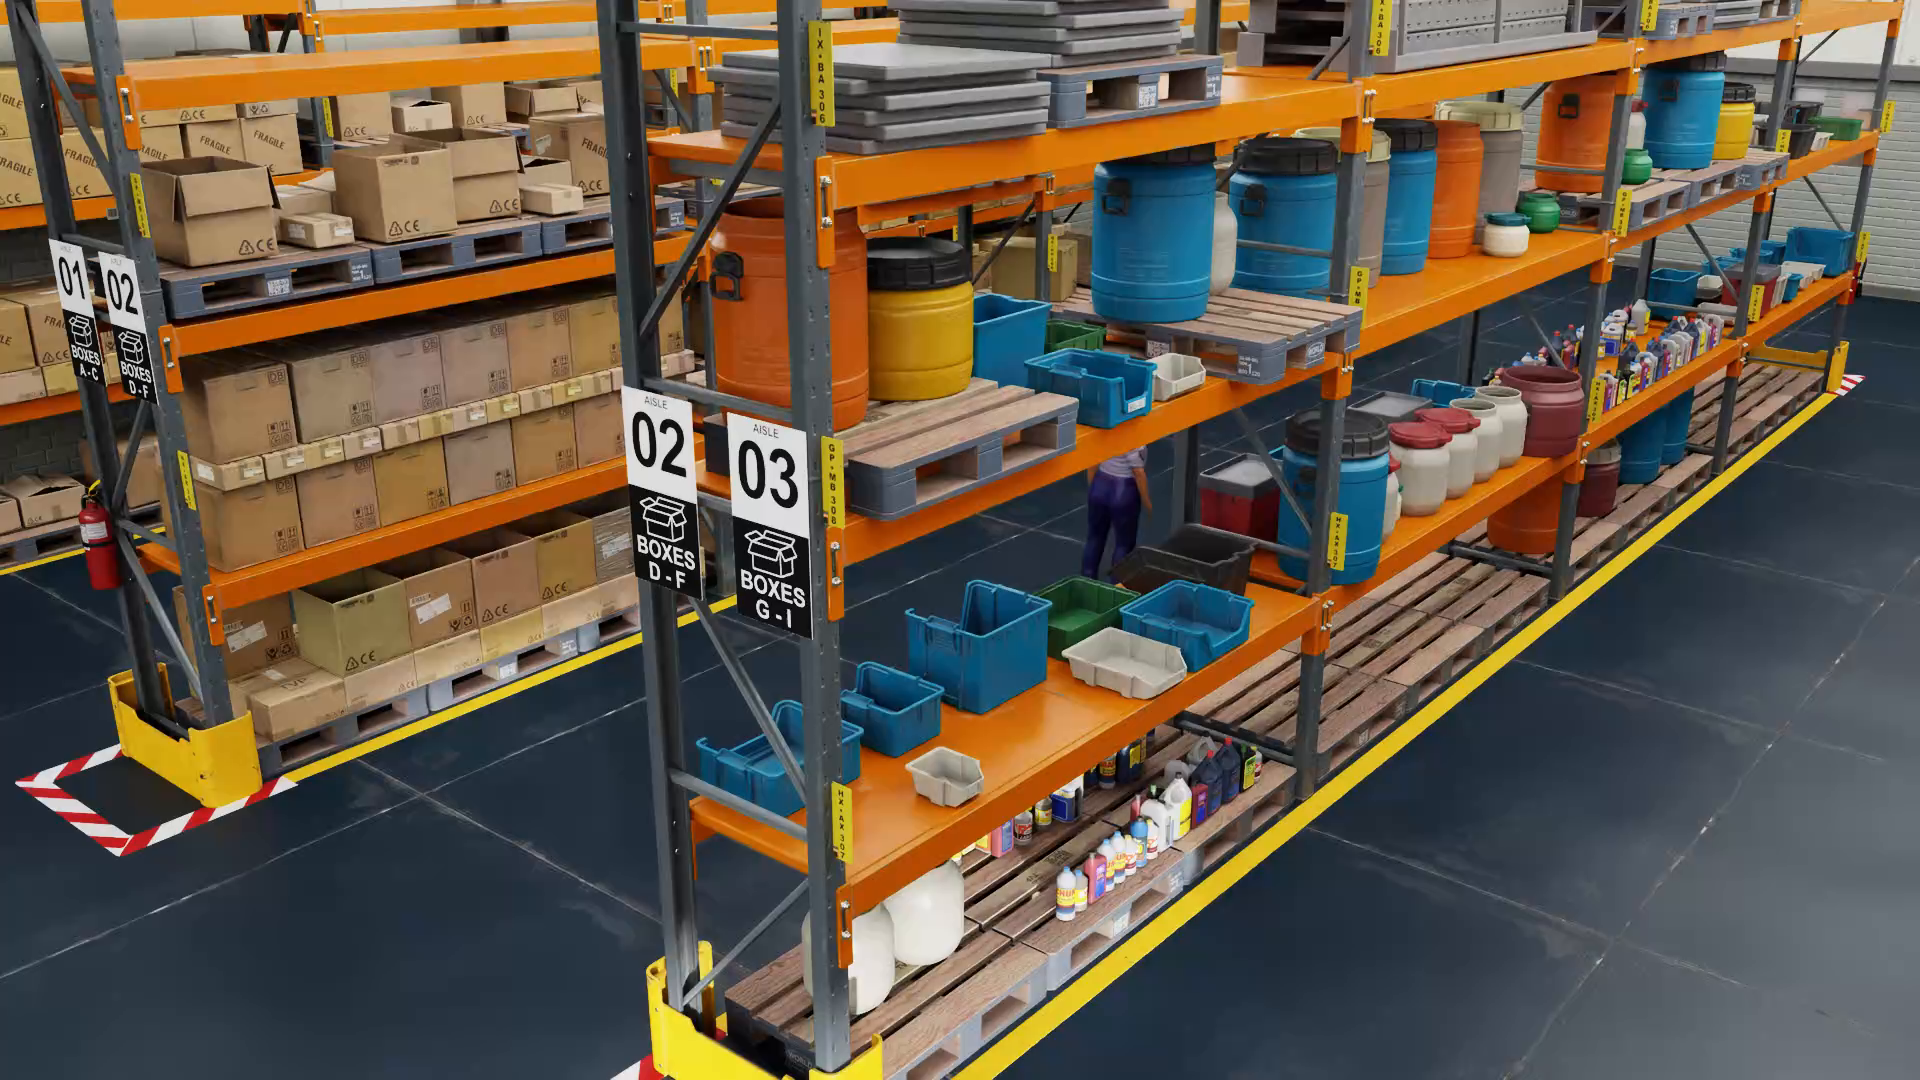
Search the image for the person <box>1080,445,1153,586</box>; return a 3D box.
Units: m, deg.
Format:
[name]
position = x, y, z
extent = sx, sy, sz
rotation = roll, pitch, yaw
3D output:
[person]
position = 1.159, -0.312, 12.406
extent = 0.588, 1.664, 0.351
rotation = 16, 26, 37
